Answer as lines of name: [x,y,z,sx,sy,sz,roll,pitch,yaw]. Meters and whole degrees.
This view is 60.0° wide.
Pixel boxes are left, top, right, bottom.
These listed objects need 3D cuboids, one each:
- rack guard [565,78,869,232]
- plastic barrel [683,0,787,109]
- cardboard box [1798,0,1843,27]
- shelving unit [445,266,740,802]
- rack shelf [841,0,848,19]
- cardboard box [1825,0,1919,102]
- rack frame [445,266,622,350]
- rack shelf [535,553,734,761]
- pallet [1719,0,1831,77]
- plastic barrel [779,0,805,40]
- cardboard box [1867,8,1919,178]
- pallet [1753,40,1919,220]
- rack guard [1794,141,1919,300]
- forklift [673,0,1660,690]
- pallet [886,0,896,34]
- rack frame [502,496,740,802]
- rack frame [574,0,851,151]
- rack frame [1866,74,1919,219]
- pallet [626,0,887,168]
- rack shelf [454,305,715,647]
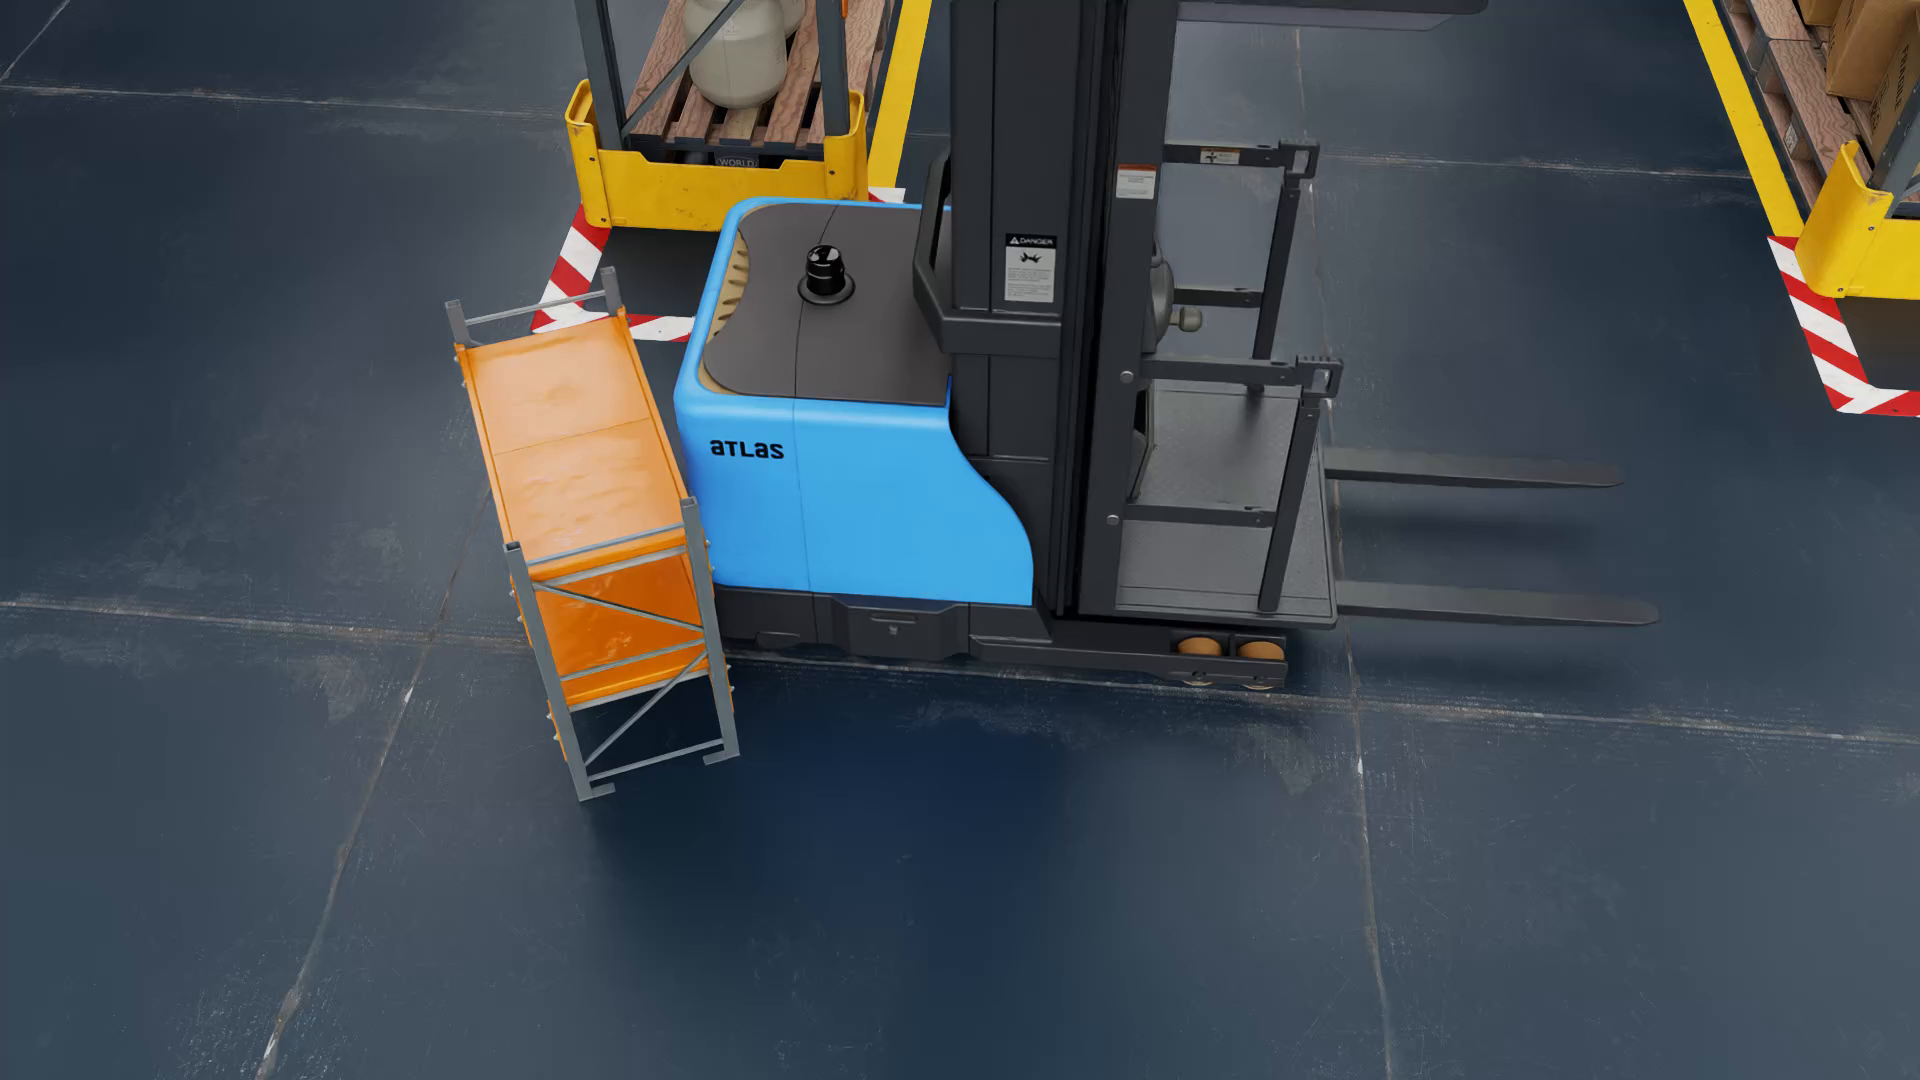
rack guard: [-0.980,-1.567,6.845,1.175,0.500,0.348,4,48,4]
plastic barrel: [-0.956,-2.143,7.078,0.421,0.512,0.421,0,48,0]
cardboard box: [4.162,-2.675,7.573,0.500,0.500,0.500,8,48,7]
shelving unit: [-1.094,-0.015,5.001,0.538,1.125,1.048,-15,49,-13]
rack shelf: [-0.758,-3.579,7.478,1.077,0.370,4.000,4,48,4]
cardboard box: [4.086,-2.216,7.154,0.500,0.500,0.500,15,49,14]
rack frame: [-1.267,-0.367,5.324,0.500,1.125,0.032,-15,49,-13]
rack shelf: [-1.094,0.150,5.182,0.538,0.278,1.000,-15,49,-13]
pallet: [4.222,-2.622,8.005,1.003,0.211,1.213,4,48,4]
plastic barrel: [-0.911,-2.511,7.415,0.421,0.512,0.421,0,48,0]
cardboard box: [4.066,-1.775,6.750,0.500,0.500,0.500,12,49,11]
pallet: [4.108,-1.728,7.187,1.003,0.211,1.213,4,48,4]
rack guard: [3.999,-1.231,6.537,1.175,0.500,0.348,4,48,4]
forklift: [0.716,-0.923,4.608,3.031,2.935,1.130,4,48,3]
pallet: [-0.787,-2.960,8.315,1.003,0.211,1.213,4,48,4]
rack frame: [-0.920,0.338,4.679,0.500,1.125,0.032,-15,49,-13]
rack frame: [-0.940,-2.352,5.868,1.000,3.000,0.127,4,48,4]
rack frame: [3.992,-2.019,5.564,1.000,3.000,0.127,4,48,4]
pallet: [-0.901,-2.066,7.497,1.003,0.211,1.213,4,48,4]
rack shelf: [-1.094,-0.212,4.785,0.538,0.278,1.000,-15,49,-13]
